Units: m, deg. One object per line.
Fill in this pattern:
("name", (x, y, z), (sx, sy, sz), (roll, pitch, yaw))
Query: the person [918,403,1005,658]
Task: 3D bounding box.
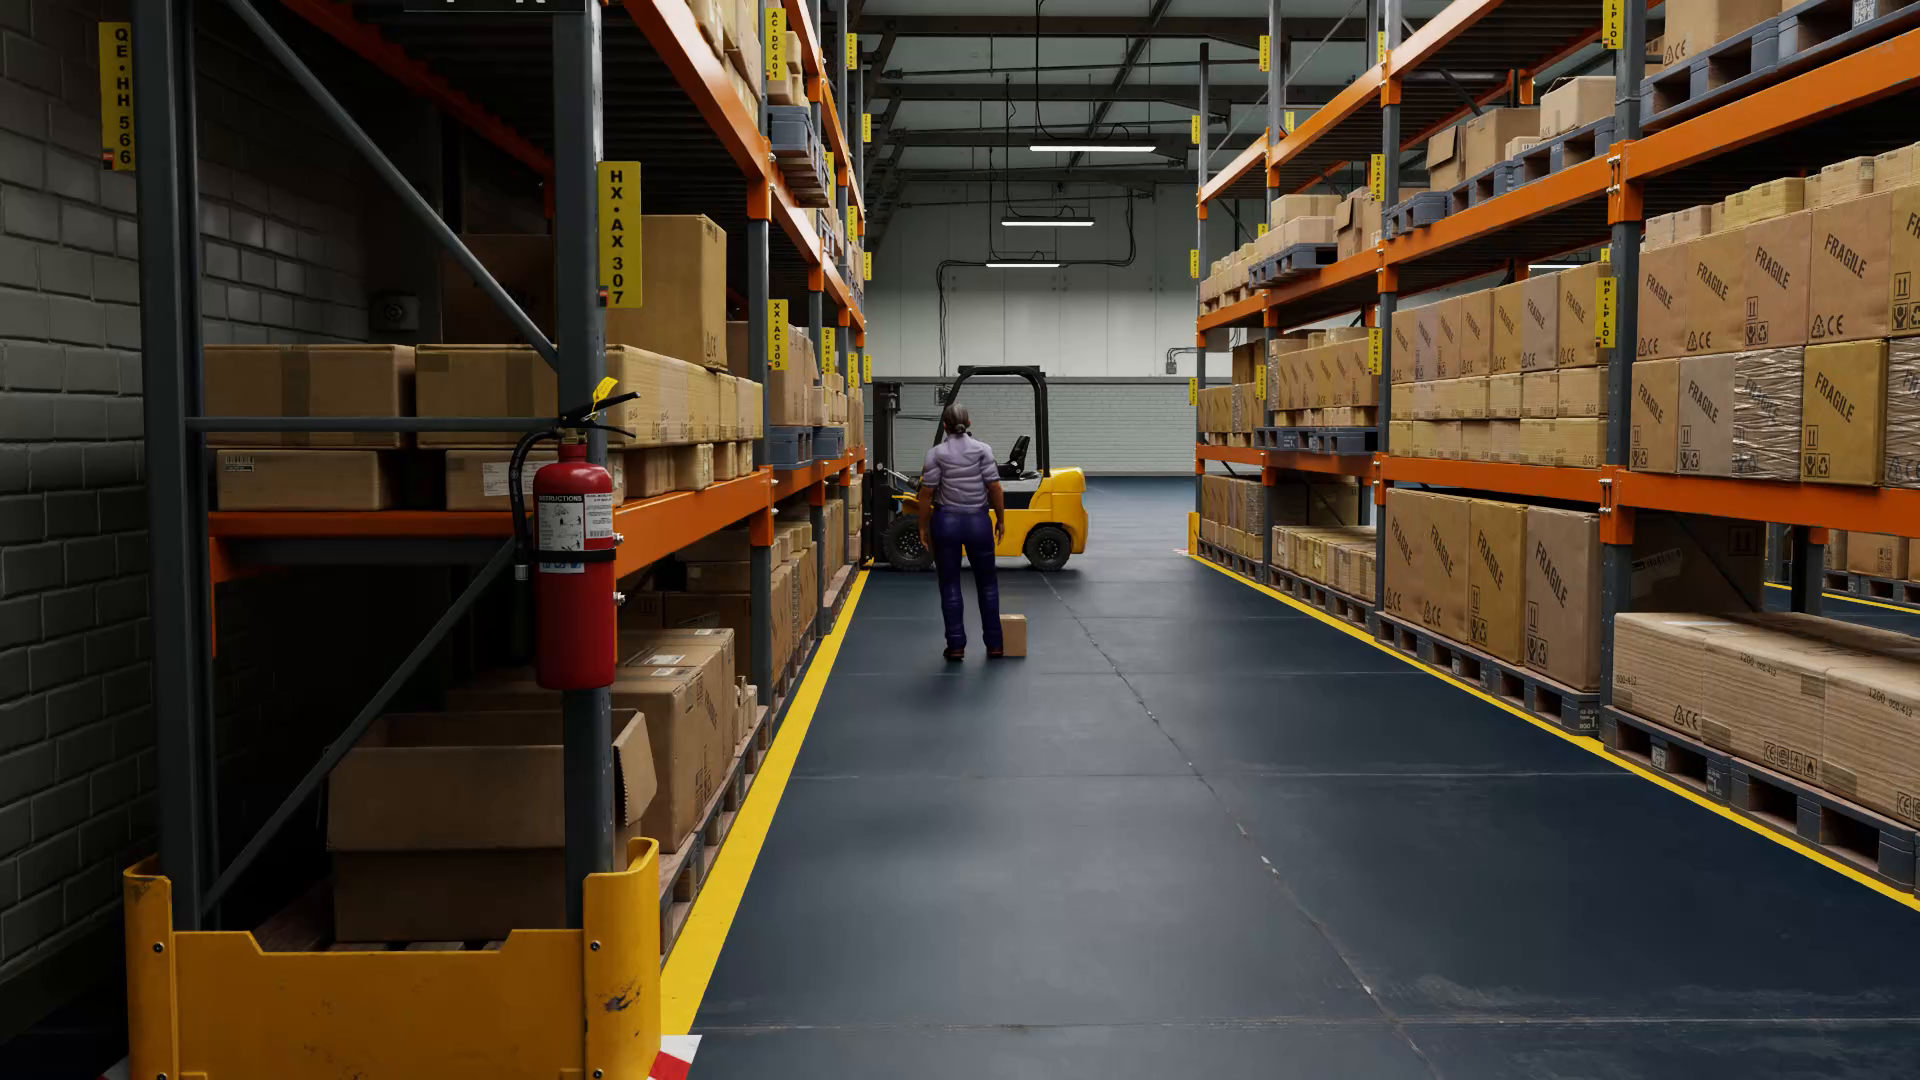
("person", (0.026, -0.054, 10.821), (0.598, 1.640, 0.503), (0, 4, -1))
